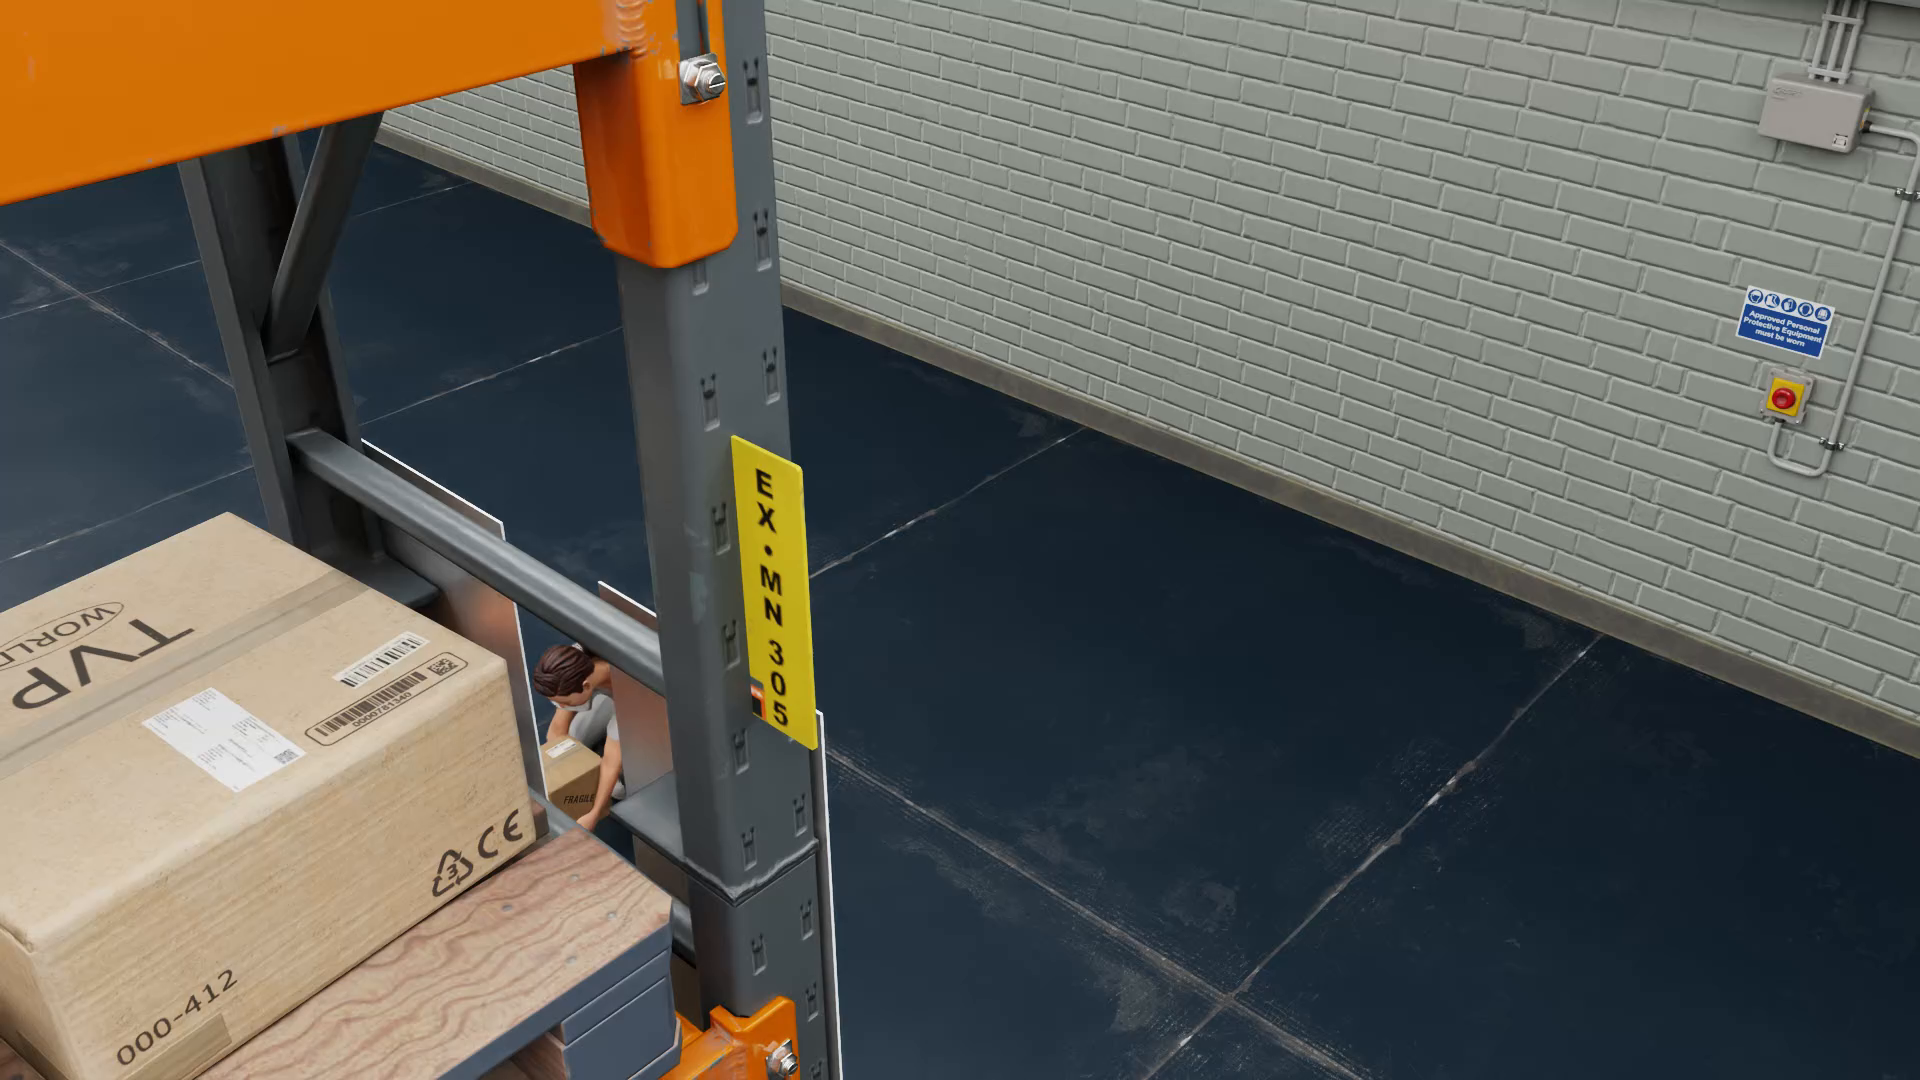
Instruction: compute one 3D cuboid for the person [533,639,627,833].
[{"bbox_3d":[-1.257,0.665,6.249,0.462,0.952,0.810,24,39,34],"label":"person"}]
